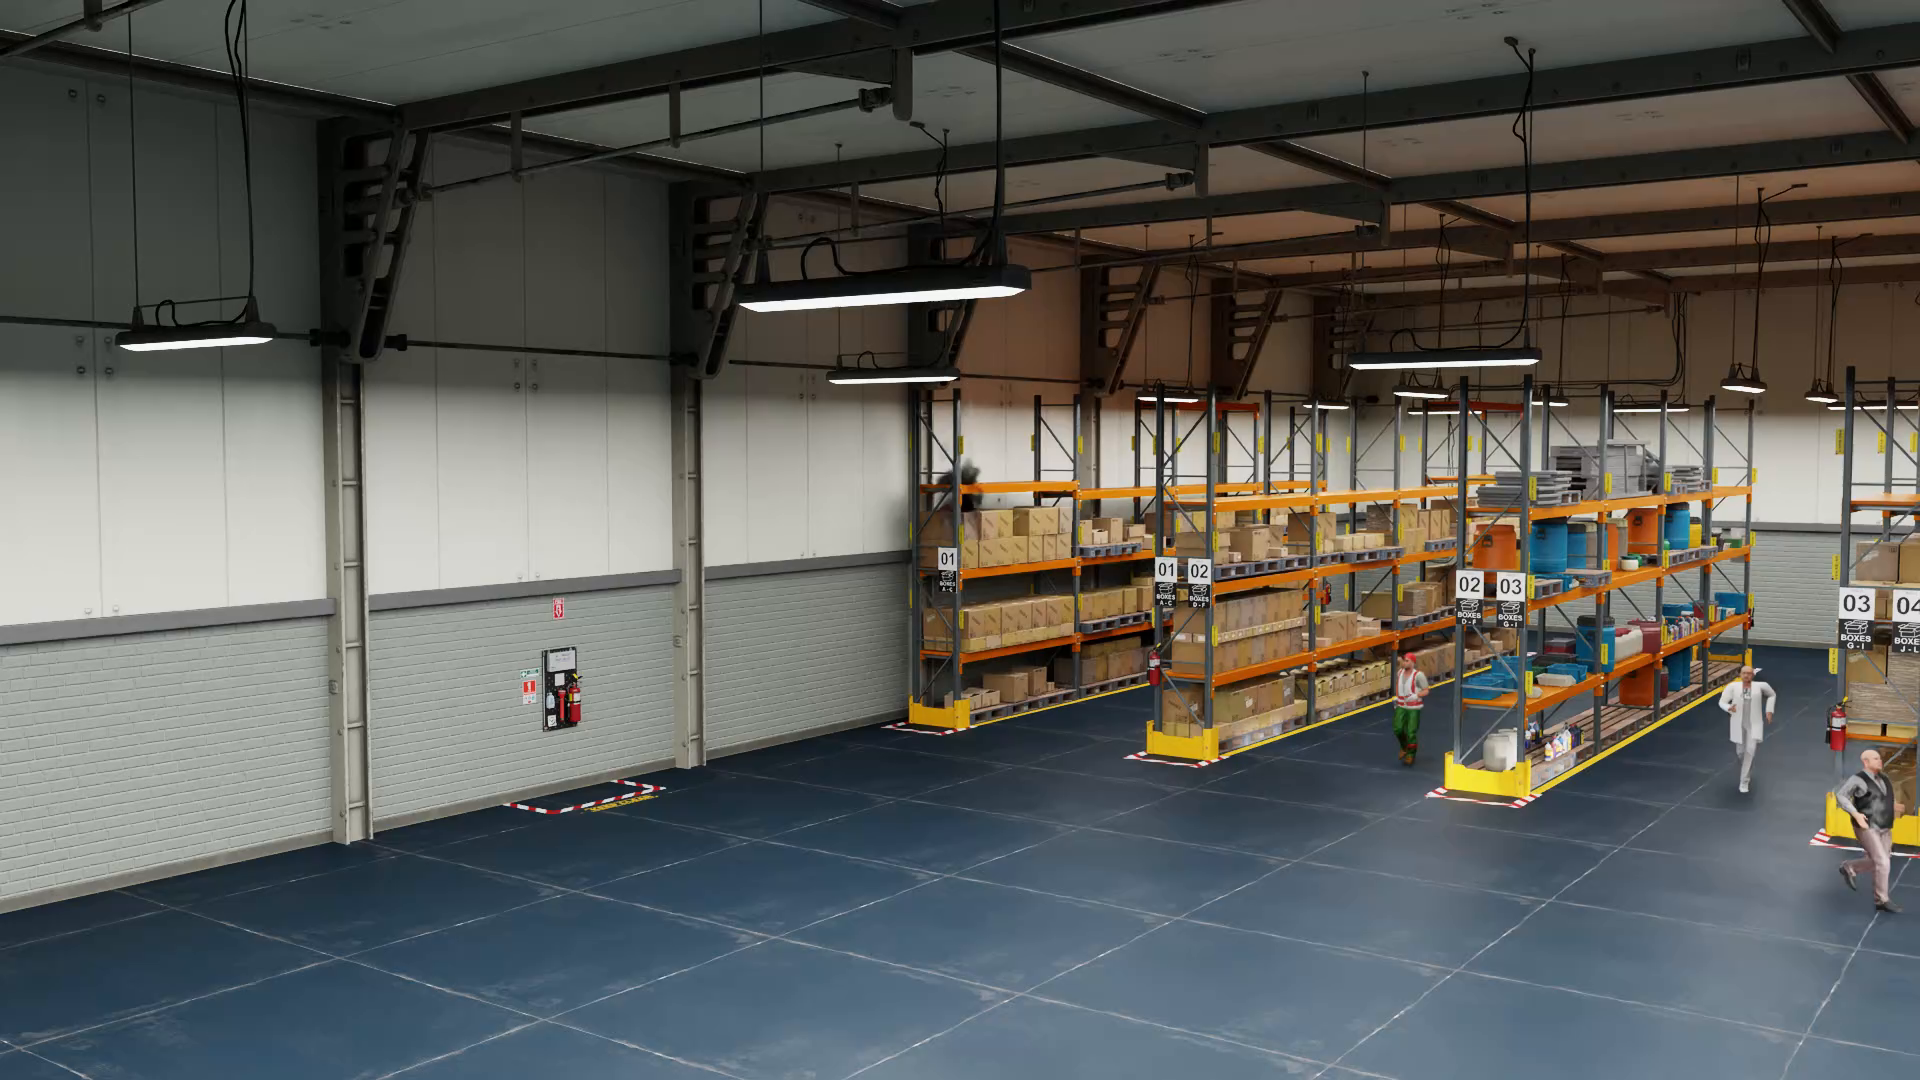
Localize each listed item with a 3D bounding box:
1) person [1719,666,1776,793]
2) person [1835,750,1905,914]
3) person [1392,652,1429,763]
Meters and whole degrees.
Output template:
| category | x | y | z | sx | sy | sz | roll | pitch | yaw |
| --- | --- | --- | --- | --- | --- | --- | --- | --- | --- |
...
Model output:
| category | x | y | z | sx | sy | sz | roll | pitch | yaw |
| --- | --- | --- | --- | --- | --- | --- | --- | --- | --- |
| person | 11.519 | 2.745 | 24.351 | 0.742 | 1.834 | 1.010 | 2 | 4 | 29 |
| person | 9.873 | 3.123 | 18.037 | 0.669 | 1.697 | 0.875 | -1 | 4 | -22 |
| person | 7.010 | 2.635 | 26.037 | 0.632 | 1.747 | 0.600 | 3 | 4 | 42 |
